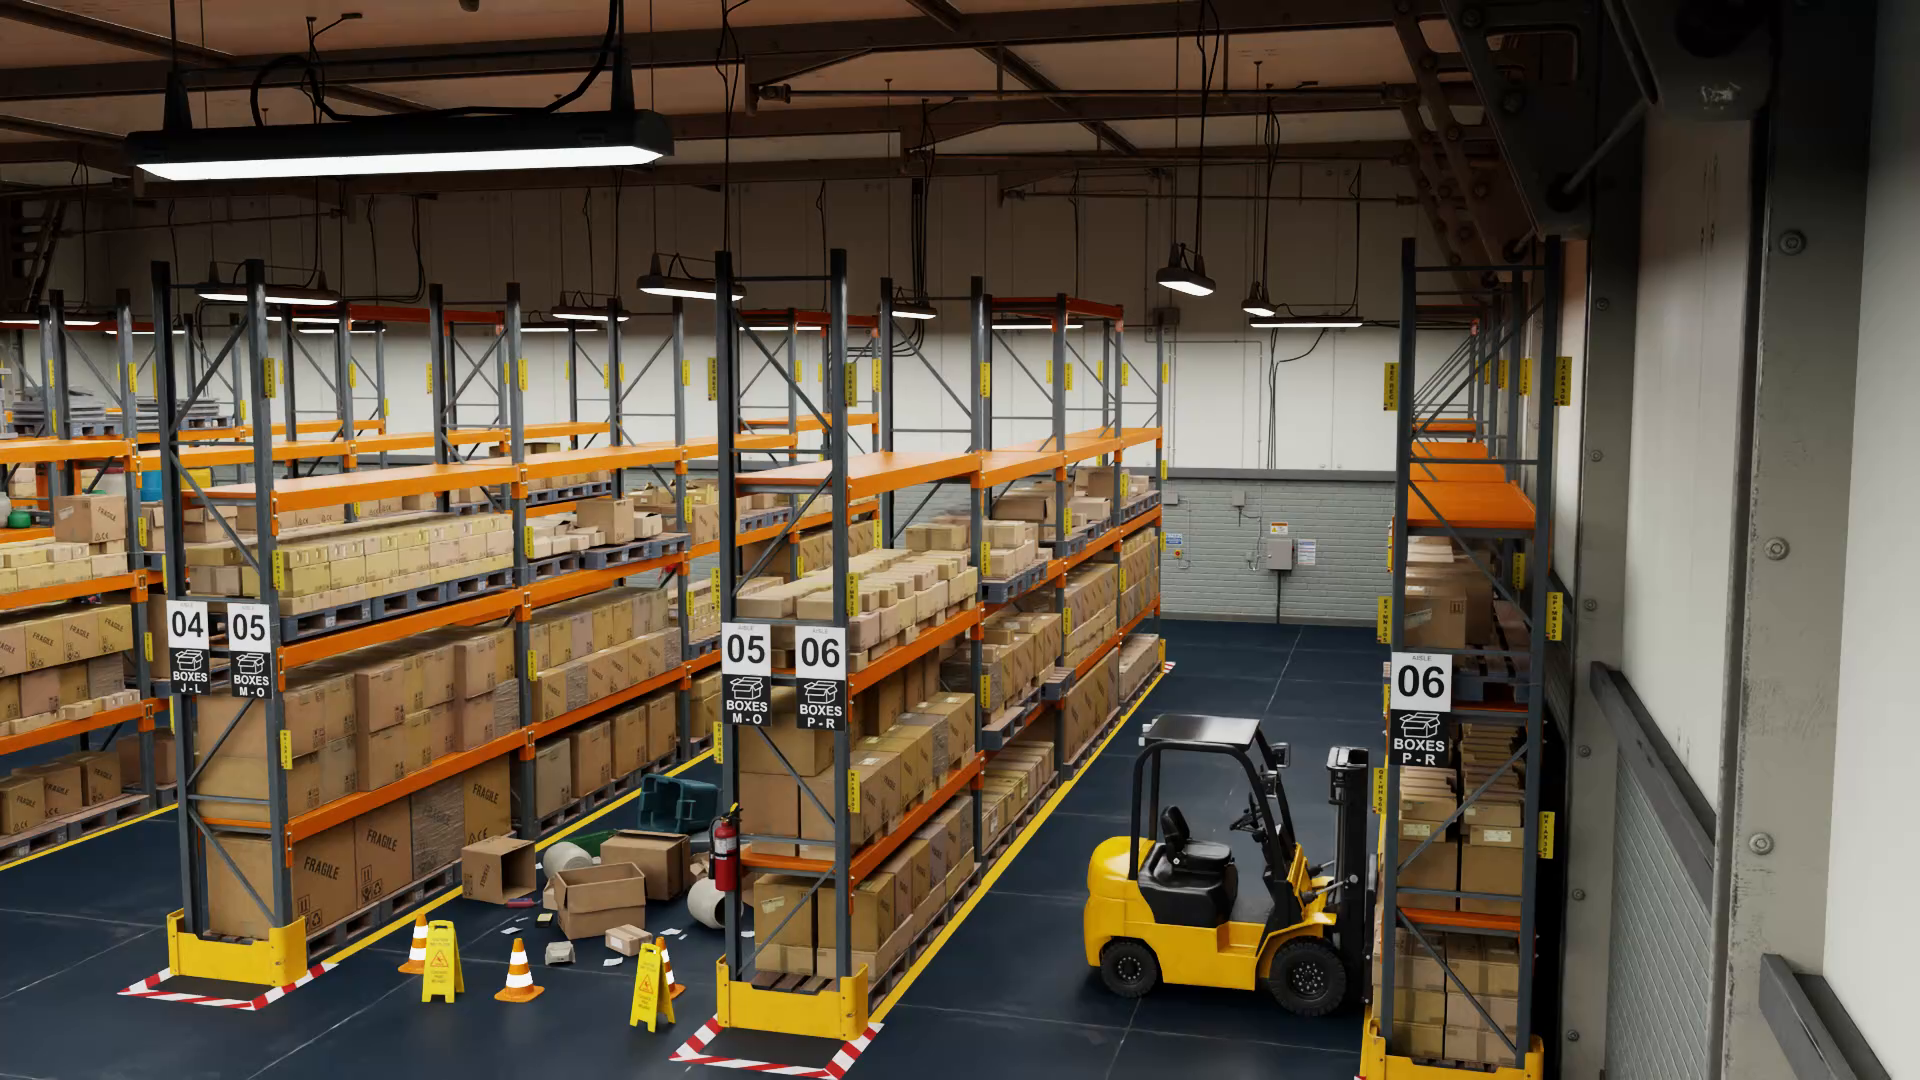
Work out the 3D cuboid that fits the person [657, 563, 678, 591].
[{"bbox_3d":[-5.830,0.723,33.977,0.513,1.670,1.086,6,8,44],"label":"person"}]
